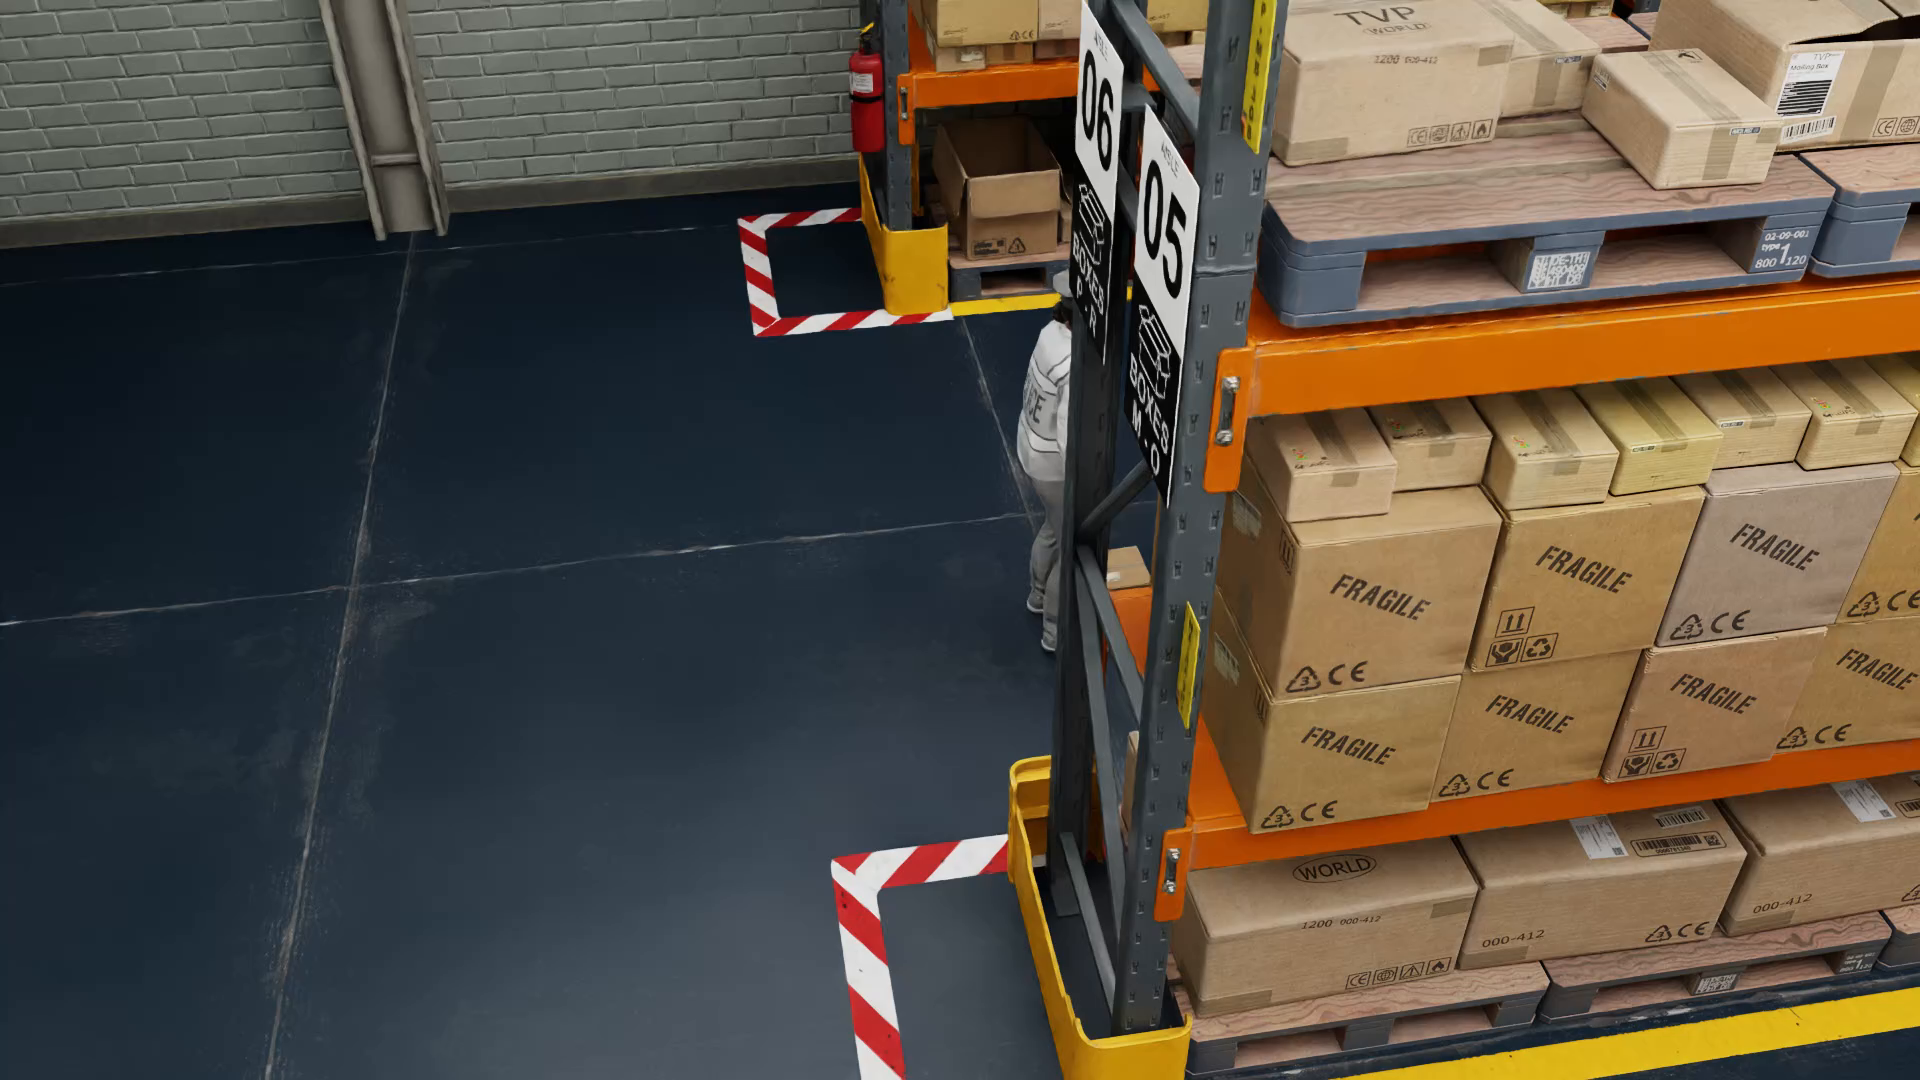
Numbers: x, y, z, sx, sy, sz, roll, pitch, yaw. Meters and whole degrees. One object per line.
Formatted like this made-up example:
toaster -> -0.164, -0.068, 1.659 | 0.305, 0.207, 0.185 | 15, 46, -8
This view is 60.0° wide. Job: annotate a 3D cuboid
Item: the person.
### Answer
person -> 0.418, -0.302, 6.525 | 0.374, 1.663, 0.529 | -6, 39, -8
